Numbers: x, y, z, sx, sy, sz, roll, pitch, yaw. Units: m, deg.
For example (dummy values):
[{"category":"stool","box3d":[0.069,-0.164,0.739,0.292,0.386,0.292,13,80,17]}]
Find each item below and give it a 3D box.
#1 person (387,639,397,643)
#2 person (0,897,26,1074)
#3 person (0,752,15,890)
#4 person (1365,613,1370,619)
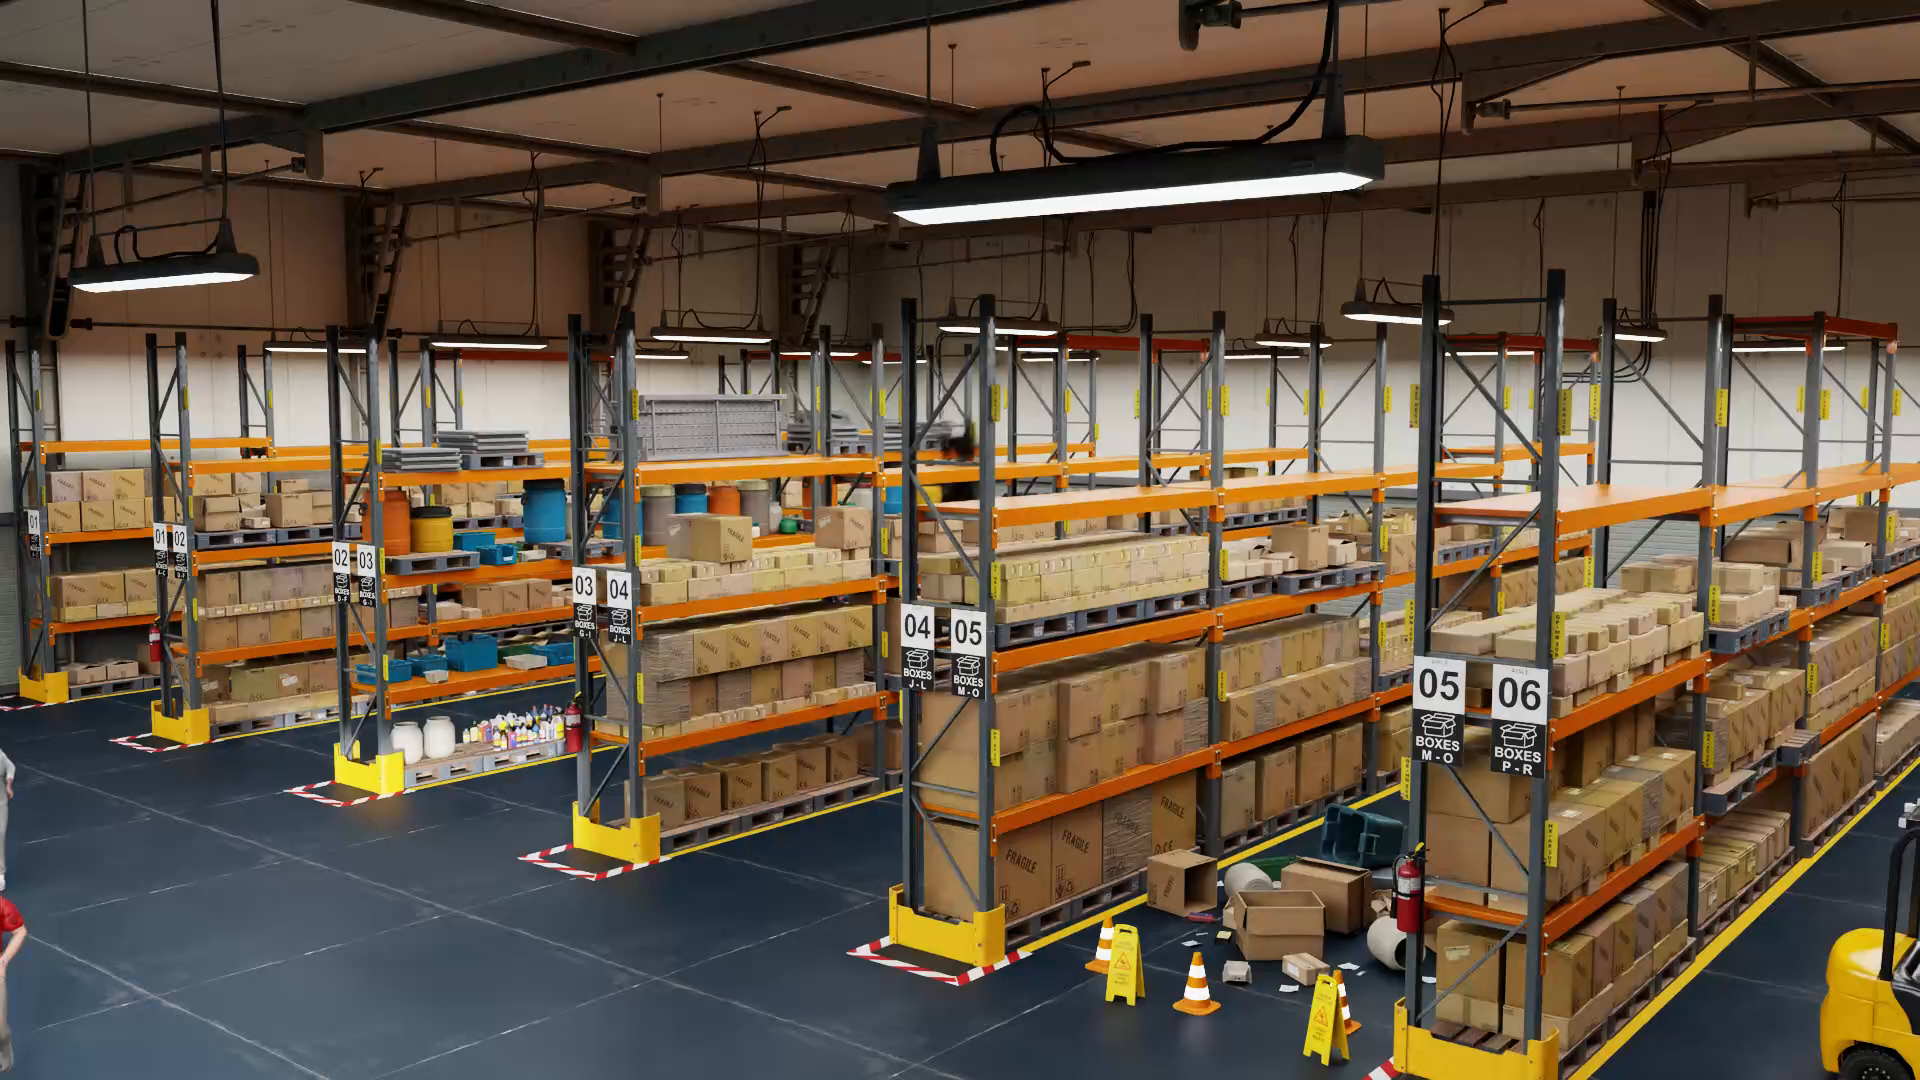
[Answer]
[{"category":"person","box3d":[-10.013,1.730,29.256,0.580,1.607,0.681,3,6,33]},{"category":"person","box3d":[-7.227,3.233,12.196,0.660,1.671,0.621,-2,6,-21]},{"category":"person","box3d":[-10.144,2.787,17.369,0.537,1.596,0.877,-4,6,-34]},{"category":"person","box3d":[6.443,1.976,26.112,0.606,1.666,0.924,4,6,34]}]
